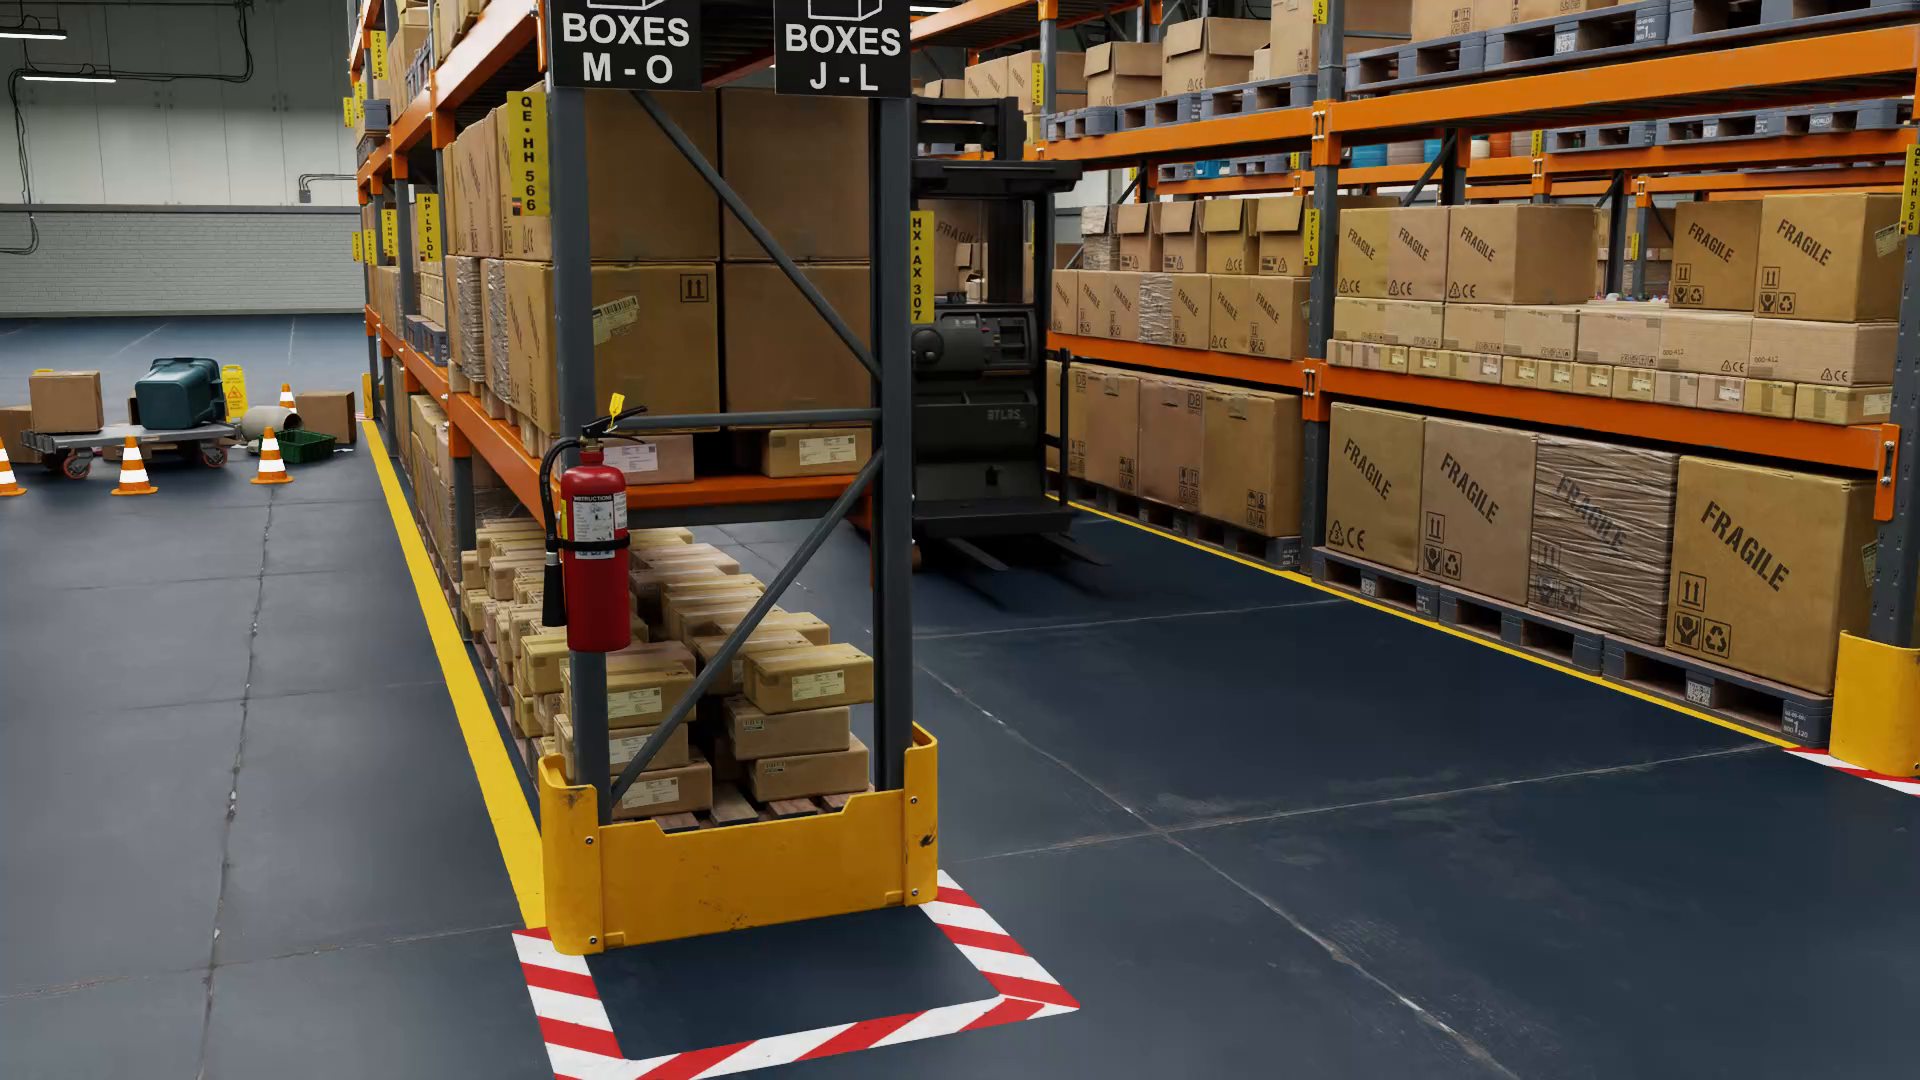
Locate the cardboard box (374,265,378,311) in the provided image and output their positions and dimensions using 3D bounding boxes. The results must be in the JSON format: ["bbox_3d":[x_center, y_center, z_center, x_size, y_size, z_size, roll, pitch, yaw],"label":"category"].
[{"bbox_3d":[-5.715,-2.695,17.579,0.875,0.550,0.500,-4,11,-21],"label":"cardboard box"}]

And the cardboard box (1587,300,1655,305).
[{"bbox_3d":[3.360,-1.140,8.842,0.500,0.250,0.500,-4,11,-20],"label":"cardboard box"}]

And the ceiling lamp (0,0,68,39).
[{"bbox_3d":[-17.960,-11.042,31.131,2.000,3.185,0.800,-4,11,-21],"label":"ceiling lamp"}]

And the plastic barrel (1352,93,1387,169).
[{"bbox_3d":[4.684,-4.565,18.521,0.600,0.901,0.708,-4,11,-21],"label":"plastic barrel"}]

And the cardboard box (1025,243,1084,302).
[{"bbox_3d":[0.898,-2.285,14.215,0.500,0.500,0.500,-5,11,-28],"label":"cardboard box"}]

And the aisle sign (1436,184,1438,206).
[{"bbox_3d":[7.157,-5.148,24.374,0.394,0.787,0.004,-4,11,-21],"label":"aisle sign"}]

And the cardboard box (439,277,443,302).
[{"bbox_3d":[-2.889,-1.489,9.894,0.380,0.149,0.250,-4,11,-21],"label":"cardboard box"}]

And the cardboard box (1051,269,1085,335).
[{"bbox_3d":[1.053,-1.896,13.227,0.500,0.500,0.500,-4,11,-19],"label":"cardboard box"}]

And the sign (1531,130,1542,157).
[{"bbox_3d":[5.237,-3.647,15.090,0.100,0.325,0.005,-4,11,-21],"label":"sign"}]

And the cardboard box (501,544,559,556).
[{"bbox_3d":[-1.850,0.109,7.483,0.380,0.149,0.250,-4,11,-22],"label":"cardboard box"}]

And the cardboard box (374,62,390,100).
[{"bbox_3d":[-4.187,-3.485,12.654,0.500,0.311,0.500,-4,11,-21],"label":"cardboard box"}]

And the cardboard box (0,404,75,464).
[{"bbox_3d":[-8.675,-0.999,15.601,0.500,0.500,0.500,3,11,18],"label":"cardboard box"}]

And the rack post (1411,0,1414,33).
[{"bbox_3d":[5.091,-5.646,16.898,1.013,1.000,3.121,-4,11,-21],"label":"rack post"}]

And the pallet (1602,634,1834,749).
[{"bbox_3d":[3.667,0.610,7.388,1.003,0.211,1.213,-4,11,-21],"label":"pallet"}]

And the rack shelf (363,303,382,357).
[{"bbox_3d":[-5.703,-2.270,17.671,1.077,0.370,4.000,-4,11,-21],"label":"rack shelf"}]

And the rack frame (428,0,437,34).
[{"bbox_3d":[-2.079,-3.946,7.906,1.000,3.000,0.127,-4,11,-21],"label":"rack frame"}]

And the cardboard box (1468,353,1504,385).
[{"bbox_3d":[2.848,-0.886,8.551,0.380,0.149,0.250,-4,11,-20],"label":"cardboard box"}]

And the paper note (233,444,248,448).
[{"bbox_3d":[-7.176,-0.938,16.627,0.172,0.023,0.155,0,10,-1],"label":"paper note"}]

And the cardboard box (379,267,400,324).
[{"bbox_3d":[-4.855,-2.162,14.722,0.500,0.500,0.500,-4,11,-20],"label":"cardboard box"}]

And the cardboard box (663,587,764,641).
[{"bbox_3d":[-0.946,0.290,6.467,0.380,0.149,0.250,-3,11,-19],"label":"cardboard box"}]

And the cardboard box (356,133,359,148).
[{"bbox_3d":[-6.509,-4.442,18.494,0.380,0.149,0.250,-4,11,-20],"label":"cardboard box"}]

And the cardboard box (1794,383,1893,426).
[{"bbox_3d":[3.594,-0.551,6.669,0.380,0.149,0.250,-4,11,-20],"label":"cardboard box"}]

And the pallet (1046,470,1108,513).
[{"bbox_3d":[1.346,-0.437,13.273,1.003,0.211,1.213,-4,11,-21],"label":"pallet"}]

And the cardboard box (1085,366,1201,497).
[{"bbox_3d":[1.677,-0.844,12.467,1.225,0.875,0.875,-4,11,-21],"label":"cardboard box"}]

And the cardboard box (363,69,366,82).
[{"bbox_3d":[-5.408,-4.339,15.639,0.380,0.149,0.250,-4,11,-21],"label":"cardboard box"}]

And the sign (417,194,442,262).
[{"bbox_3d":[-2.595,-1.526,8.129,0.100,0.325,0.005,-4,11,-21],"label":"sign"}]

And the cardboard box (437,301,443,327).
[{"bbox_3d":[-2.979,-1.383,10.150,0.380,0.149,0.250,-4,11,-23],"label":"cardboard box"}]

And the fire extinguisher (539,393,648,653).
[{"bbox_3d":[-0.969,-0.047,4.405,0.296,0.674,0.183,-4,11,-21],"label":"fire extinguisher"}]

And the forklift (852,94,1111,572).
[{"bbox_3d":[0.107,-1.325,10.497,1.130,2.935,3.031,-3,10,-16],"label":"forklift"}]

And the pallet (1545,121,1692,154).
[{"bbox_3d":[5.933,-3.510,14.563,1.003,0.211,1.213,-4,11,-21],"label":"pallet"}]

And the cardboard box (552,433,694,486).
[{"bbox_3d":[-1.011,-0.251,4.982,0.380,0.149,0.250,-4,11,-21],"label":"cardboard box"}]

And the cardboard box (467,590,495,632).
[{"bbox_3d":[-2.150,0.328,7.952,0.380,0.149,0.250,-4,11,-19],"label":"cardboard box"}]

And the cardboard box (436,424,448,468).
[{"bbox_3d":[-2.759,-0.528,9.618,0.500,0.250,0.500,-3,11,-18],"label":"cardboard box"}]

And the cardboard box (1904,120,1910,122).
[{"bbox_3d":[13.097,-5.632,22.754,0.500,0.500,0.500,-5,11,-26],"label":"cardboard box"}]

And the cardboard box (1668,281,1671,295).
[{"bbox_3d":[9.135,-3.073,20.557,0.500,0.250,0.500,-3,11,-17],"label":"cardboard box"}]

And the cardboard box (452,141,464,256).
[{"bbox_3d":[-1.941,-1.507,7.338,0.500,0.500,0.500,-4,11,-23],"label":"cardboard box"}]

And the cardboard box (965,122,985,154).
[{"bbox_3d":[0.358,-3.570,14.791,0.500,0.250,0.500,-4,11,-19],"label":"cardboard box"}]

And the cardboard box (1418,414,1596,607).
[{"bbox_3d":[3.071,-0.191,8.798,0.875,0.875,0.875,-4,11,-21],"label":"cardboard box"}]

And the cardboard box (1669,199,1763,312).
[{"bbox_3d":[3.733,-1.340,7.828,0.500,0.500,0.500,-4,11,-22],"label":"cardboard box"}]

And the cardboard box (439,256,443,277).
[{"bbox_3d":[-2.878,-1.634,9.860,0.380,0.149,0.250,-4,11,-23],"label":"cardboard box"}]

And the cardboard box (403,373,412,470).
[{"bbox_3d":[-3.986,-0.992,13.654,1.050,0.750,0.750,-4,11,-20],"label":"cardboard box"}]

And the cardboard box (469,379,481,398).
[{"bbox_3d":[-2.119,-0.764,7.867,0.380,0.149,0.250,-4,11,-19],"label":"cardboard box"}]

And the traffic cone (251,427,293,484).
[{"bbox_3d":[-5.900,-0.734,14.226,0.336,0.463,0.334,-4,11,-21],"label":"traffic cone"}]

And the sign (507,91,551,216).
[{"bbox_3d":[-1.154,-1.033,4.453,0.100,0.325,0.005,-4,11,-21],"label":"sign"}]

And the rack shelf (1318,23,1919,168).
[{"bbox_3d":[3.305,-2.086,8.074,1.077,0.370,4.000,-4,11,-21],"label":"rack shelf"}]

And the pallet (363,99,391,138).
[{"bbox_3d":[-3.812,-3.130,12.428,1.213,0.211,1.003,-3,11,-18],"label":"pallet"}]

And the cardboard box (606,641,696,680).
[{"bbox_3d":[-1.095,0.450,5.568,0.380,0.149,0.250,-4,11,-20],"label":"cardboard box"}]

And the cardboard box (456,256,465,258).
[{"bbox_3d":[-1.949,-1.011,7.401,0.500,0.500,0.500,-4,11,-21],"label":"cardboard box"}]

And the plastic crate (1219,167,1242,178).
[{"bbox_3d":[3.339,-4.494,20.306,0.243,0.136,0.396,-4,11,-21],"label":"plastic crate"}]

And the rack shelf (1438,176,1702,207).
[{"bbox_3d":[8.191,-4.673,22.616,1.077,0.370,4.000,-4,11,-21],"label":"rack shelf"}]

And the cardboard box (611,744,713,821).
[{"bbox_3d":[-1.015,0.785,5.383,0.380,0.149,0.250,-4,11,-20],"label":"cardboard box"}]

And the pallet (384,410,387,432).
[{"bbox_3d":[-5.627,-1.253,17.864,1.003,0.211,1.213,-4,11,-21],"label":"pallet"}]

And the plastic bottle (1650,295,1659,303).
[{"bbox_3d":[5.919,-1.947,14.170,0.097,0.271,0.097,0,10,0],"label":"plastic bottle"}]

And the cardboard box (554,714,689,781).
[{"bbox_3d":[-1.087,0.643,5.331,0.380,0.149,0.250,-4,11,-22],"label":"cardboard box"}]

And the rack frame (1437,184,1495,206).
[{"bbox_3d":[7.466,-3.877,24.651,1.000,3.000,0.127,-4,11,-21],"label":"rack frame"}]

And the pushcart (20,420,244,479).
[{"bbox_3d":[-7.448,-0.829,15.003,1.648,0.377,0.936,-9,13,-40],"label":"pushcart"}]

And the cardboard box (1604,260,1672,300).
[{"bbox_3d":[8.749,-3.345,21.377,0.700,0.500,0.500,-4,11,-22],"label":"cardboard box"}]

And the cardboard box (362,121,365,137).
[{"bbox_3d":[-5.776,-4.112,16.639,0.380,0.149,0.250,-4,11,-20],"label":"cardboard box"}]
